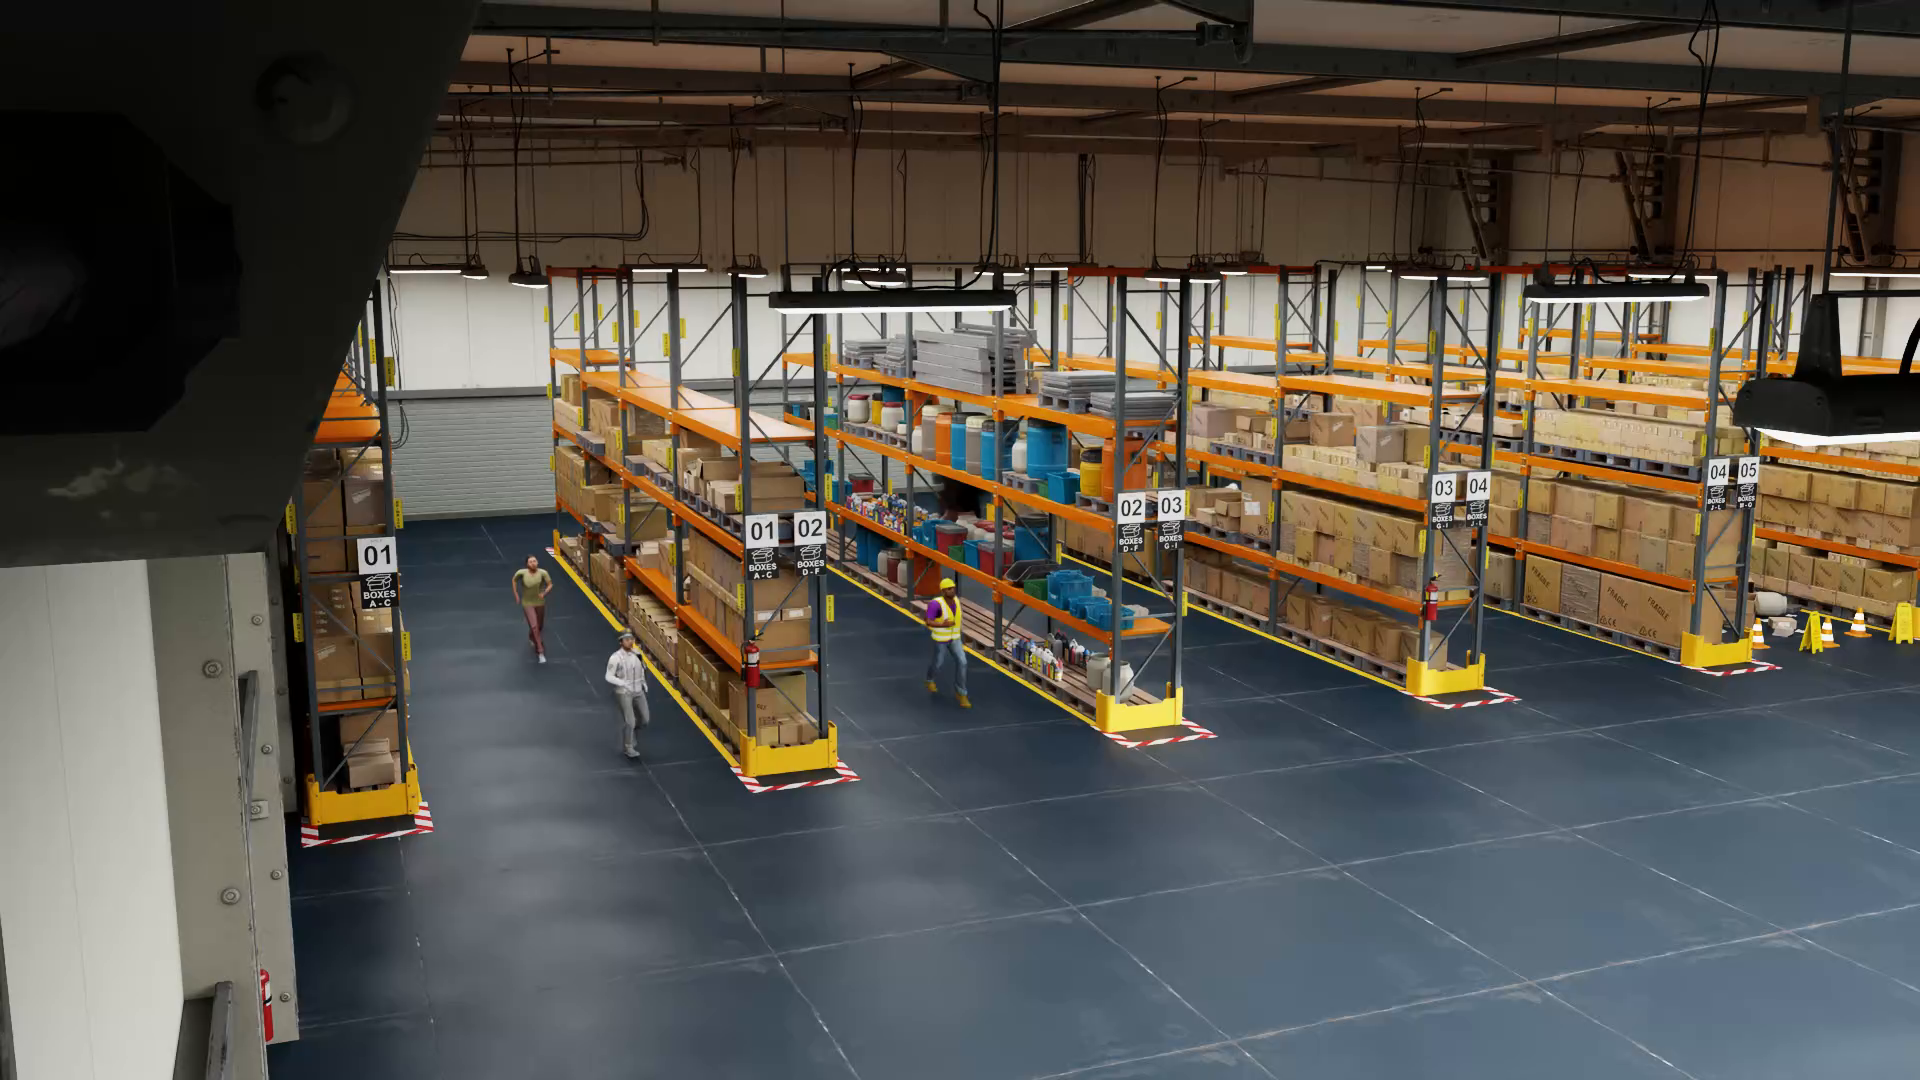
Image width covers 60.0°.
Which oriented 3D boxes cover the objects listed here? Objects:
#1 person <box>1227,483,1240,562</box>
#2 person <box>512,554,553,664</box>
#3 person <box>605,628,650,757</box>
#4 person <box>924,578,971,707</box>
[{"bbox_3d":[5.348,-0.225,32.662,0.644,1.785,0.904,-4,11,-22],"label":"person"},{"bbox_3d":[-6.655,1.025,25.985,0.599,1.664,0.961,-4,11,-22],"label":"person"},{"bbox_3d":[-4.133,1.913,20.908,0.609,1.651,0.550,-9,13,-41],"label":"person"},{"bbox_3d":[-0.239,1.426,23.477,0.662,1.821,0.964,-6,11,-30],"label":"person"}]
